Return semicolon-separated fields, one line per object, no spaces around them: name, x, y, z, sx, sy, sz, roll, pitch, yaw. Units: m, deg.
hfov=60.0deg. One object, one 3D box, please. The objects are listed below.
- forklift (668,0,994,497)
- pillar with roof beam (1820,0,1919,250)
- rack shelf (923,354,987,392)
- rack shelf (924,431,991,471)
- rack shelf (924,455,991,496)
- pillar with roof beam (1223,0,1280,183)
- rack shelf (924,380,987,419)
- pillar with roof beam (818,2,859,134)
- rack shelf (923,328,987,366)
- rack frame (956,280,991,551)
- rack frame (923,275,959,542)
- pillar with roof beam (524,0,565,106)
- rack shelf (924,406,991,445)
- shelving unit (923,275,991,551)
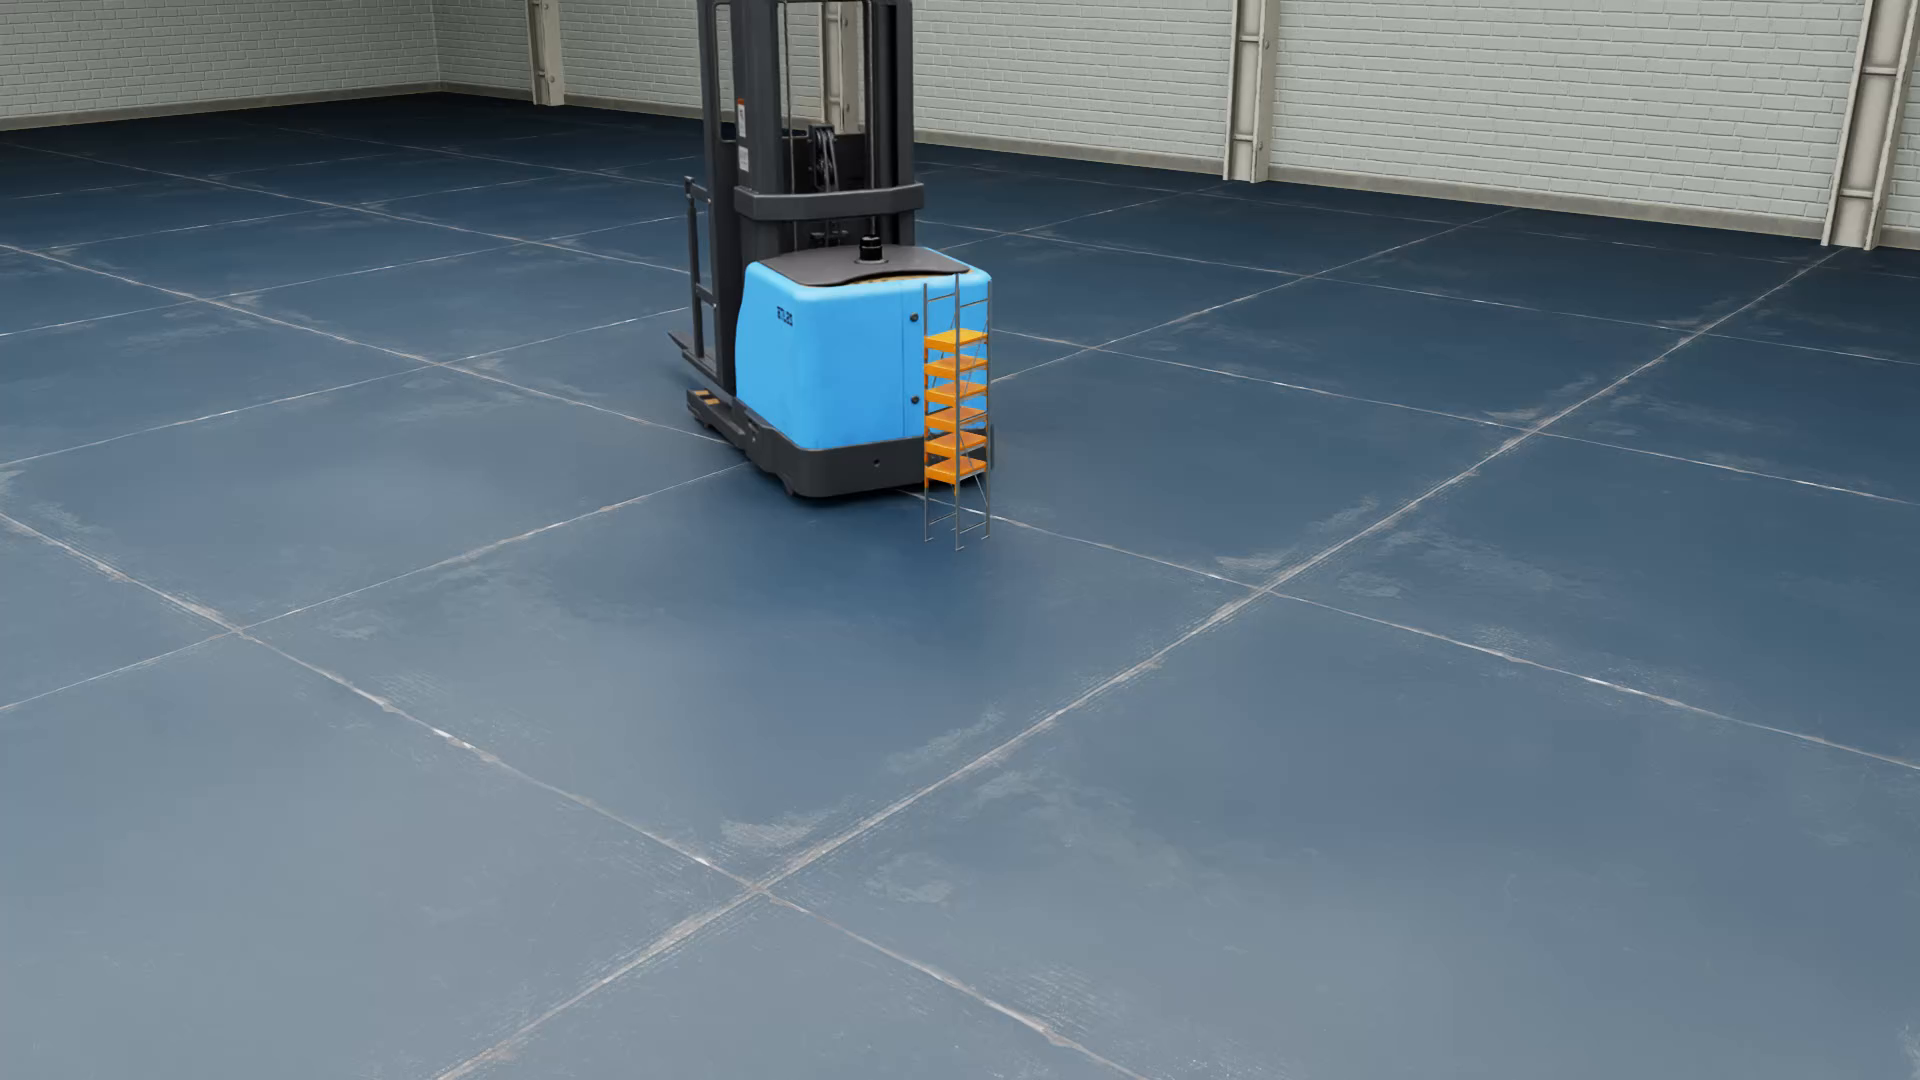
forklift;-0.908;-2.058;8.971;1.130;2.935;3.031;-9;23;-23
pillar with roof beam;5.024;-5.603;9.772;0.400;9.000;9.100;16;26;36
rack shelf;-0.011;-0.748;7.396;0.180;0.103;0.258;16;26;36
rack shelf;-0.011;-0.411;7.523;0.180;0.103;0.258;16;26;36
rack shelf;-0.011;-0.298;7.565;0.180;0.103;0.258;16;26;36
pillar with roof beam;0.375;-6.941;13.321;0.400;9.000;9.100;16;26;36
rack shelf;-0.011;-0.635;7.438;0.180;0.103;0.258;16;26;36
pillar with roof beam;-4.273;-8.280;16.871;0.400;9.000;9.100;16;26;36
rack shelf;-0.011;-0.860;7.354;0.180;0.103;0.258;16;26;36
rack frame;0.060;-0.544;7.411;0.006;1.200;0.240;16;26;36
rack frame;-0.082;-0.585;7.519;0.006;1.200;0.240;16;26;36
pillar with roof beam;-8.922;-9.618;20.421;0.400;9.000;9.100;16;26;36
rack shelf;-0.011;-0.523;7.481;0.180;0.103;0.258;16;26;36
shelving unit;-0.011;-0.565;7.465;0.189;1.200;0.258;16;26;36
